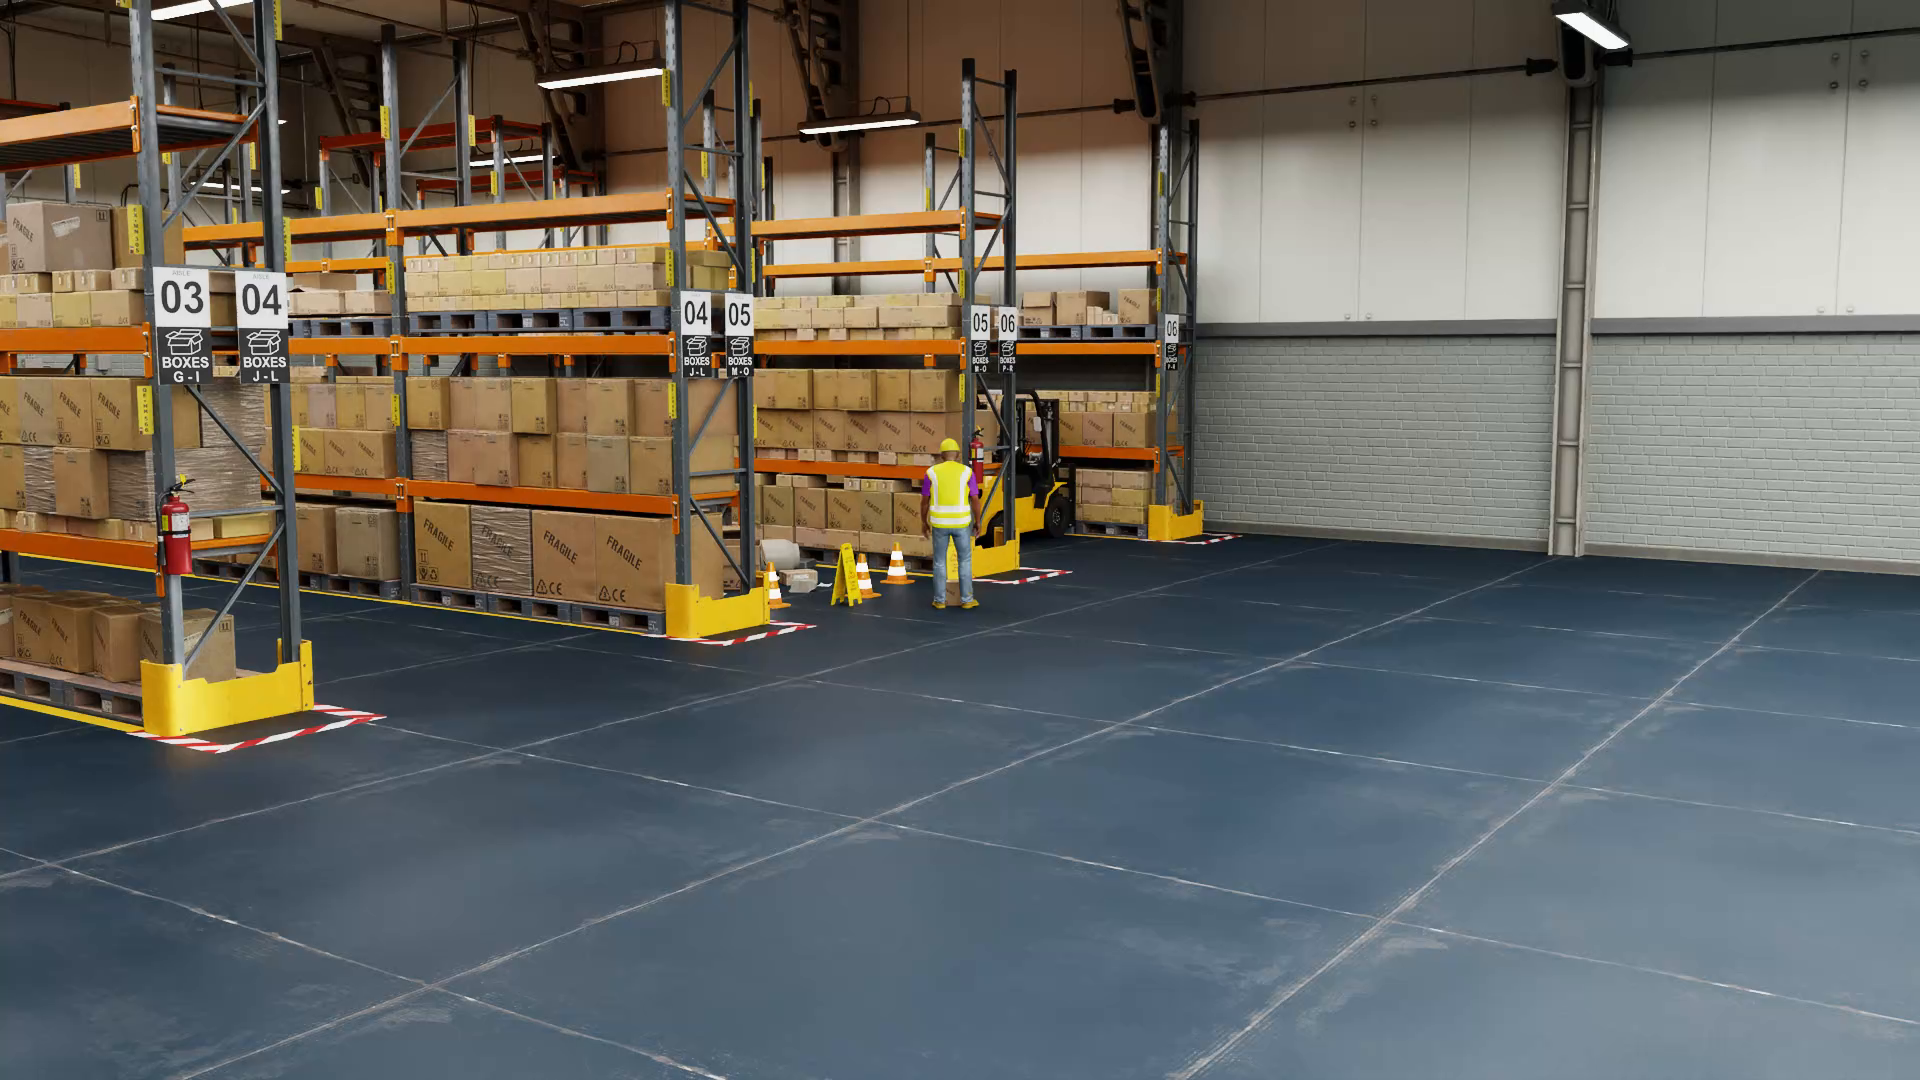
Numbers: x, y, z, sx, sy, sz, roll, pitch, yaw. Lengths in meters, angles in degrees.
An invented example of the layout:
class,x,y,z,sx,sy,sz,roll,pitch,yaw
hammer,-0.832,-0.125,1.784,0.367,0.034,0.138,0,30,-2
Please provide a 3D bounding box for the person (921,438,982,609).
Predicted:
class,x,y,z,sx,sy,sz,roll,pitch,yaw
person,-0.091,-0.172,17.266,0.627,1.761,0.456,0,6,4
